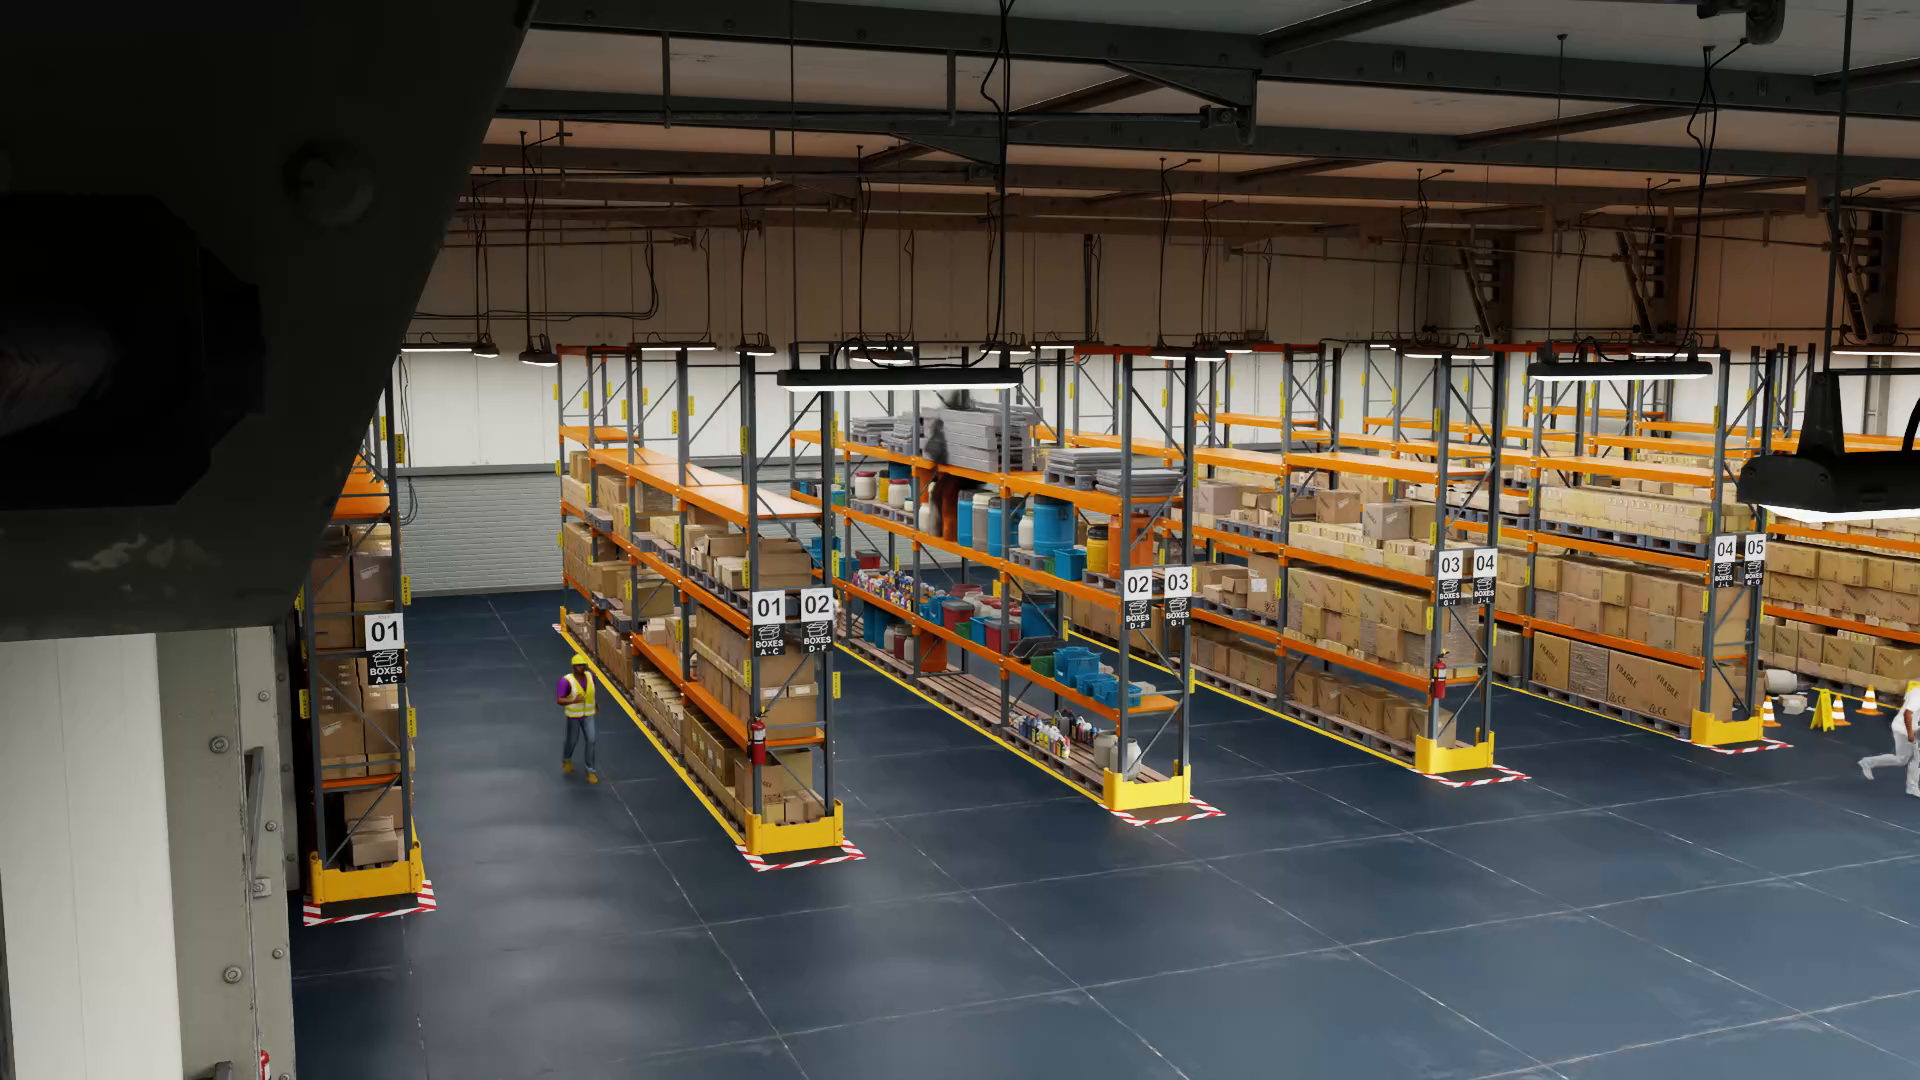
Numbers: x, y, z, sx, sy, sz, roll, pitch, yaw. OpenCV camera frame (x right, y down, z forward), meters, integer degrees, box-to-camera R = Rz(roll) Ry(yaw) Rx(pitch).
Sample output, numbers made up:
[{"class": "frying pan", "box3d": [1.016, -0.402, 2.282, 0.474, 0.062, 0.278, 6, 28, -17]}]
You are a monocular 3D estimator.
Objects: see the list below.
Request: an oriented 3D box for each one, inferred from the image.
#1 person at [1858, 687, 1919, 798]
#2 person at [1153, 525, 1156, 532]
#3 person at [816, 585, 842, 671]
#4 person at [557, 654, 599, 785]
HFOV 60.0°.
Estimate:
[{"class": "person", "box3d": [12.831, 2.642, 22.683, 0.970, 1.708, 0.706, 3, 8, 23]}, {"class": "person", "box3d": [4.591, 0.428, 40.240, 0.610, 1.595, 0.559, 3, 8, 22]}, {"class": "person", "box3d": [-2.417, 1.629, 30.541, 0.561, 1.667, 0.567, -2, 8, -16]}, {"class": "person", "box3d": [-5.346, 2.473, 23.315, 0.688, 1.780, 0.950, -5, 9, -34]}]
